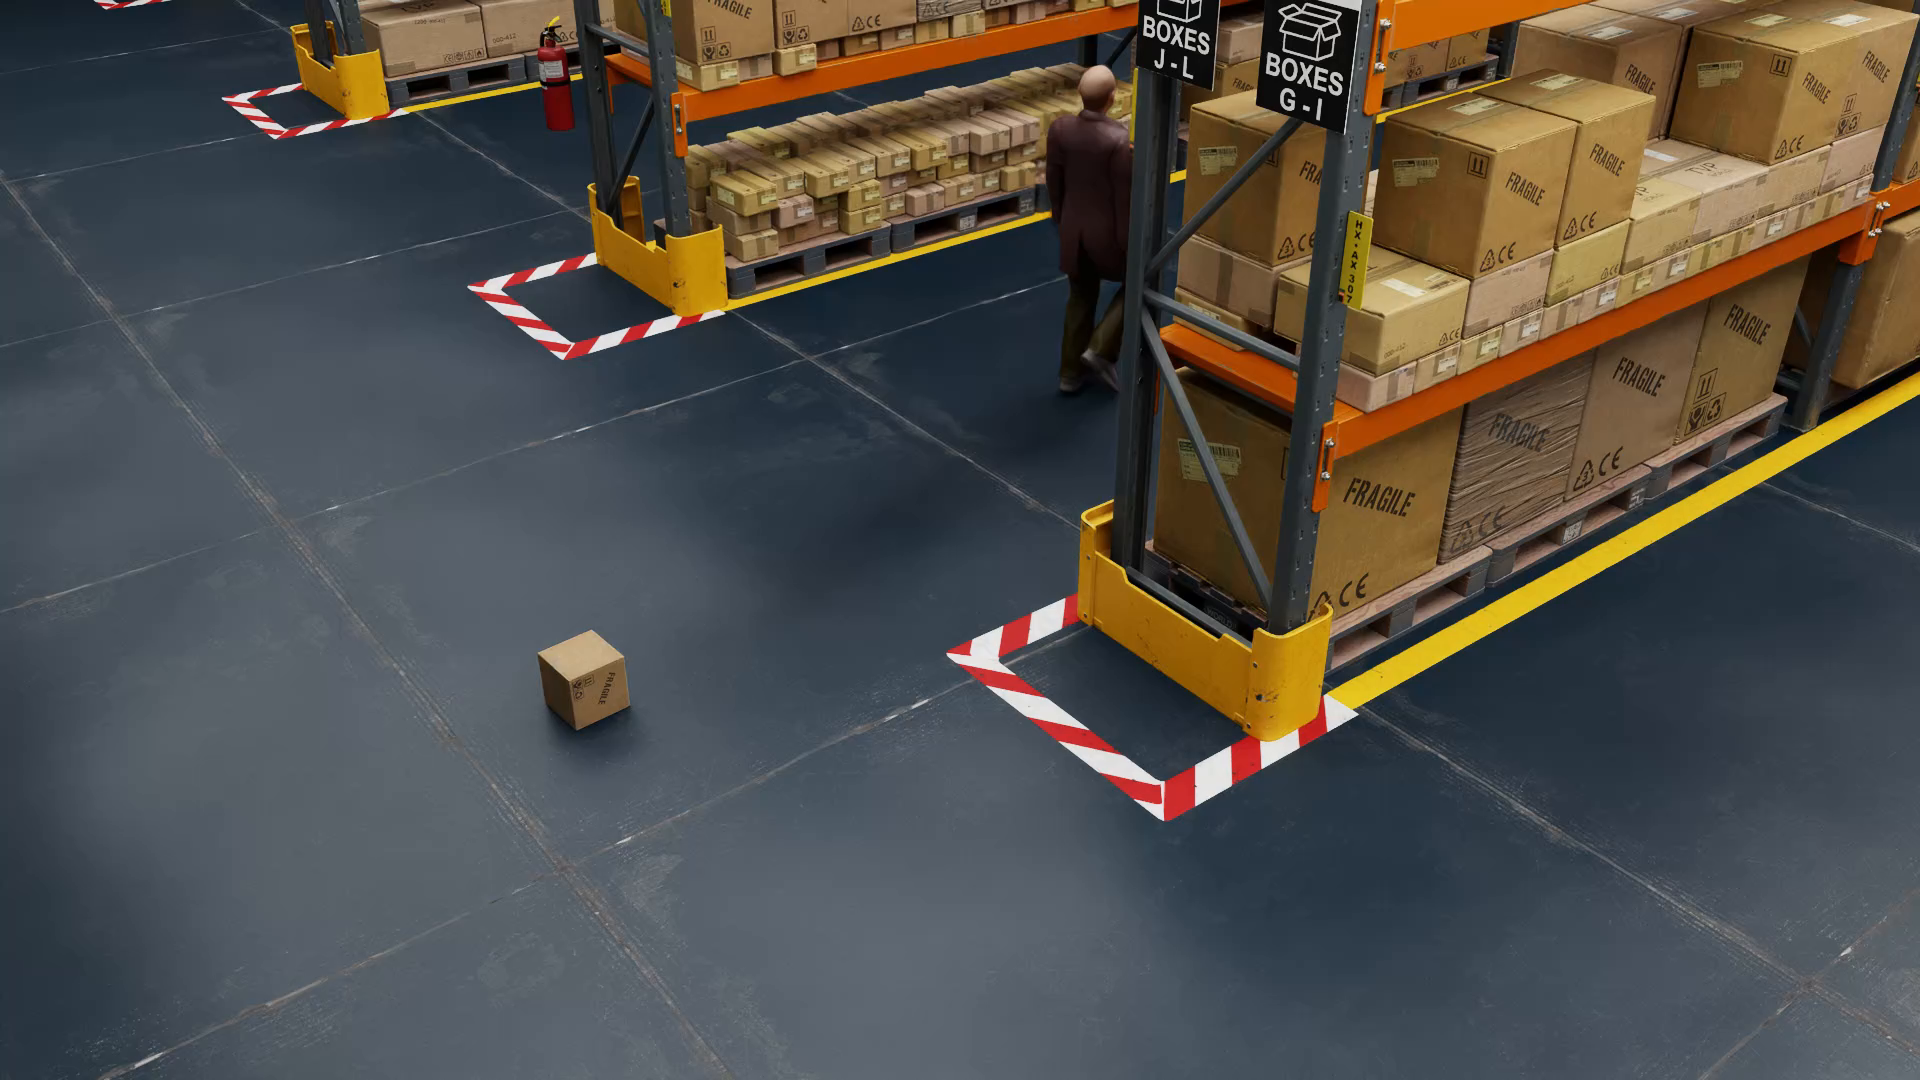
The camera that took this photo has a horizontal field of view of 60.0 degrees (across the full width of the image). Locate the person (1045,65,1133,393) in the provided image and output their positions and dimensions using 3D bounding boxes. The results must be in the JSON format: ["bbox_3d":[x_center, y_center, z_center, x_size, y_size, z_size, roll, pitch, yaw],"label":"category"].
[{"bbox_3d":[0.750,-1.621,8.745,0.610,1.796,0.480,22,38,32],"label":"person"}]
